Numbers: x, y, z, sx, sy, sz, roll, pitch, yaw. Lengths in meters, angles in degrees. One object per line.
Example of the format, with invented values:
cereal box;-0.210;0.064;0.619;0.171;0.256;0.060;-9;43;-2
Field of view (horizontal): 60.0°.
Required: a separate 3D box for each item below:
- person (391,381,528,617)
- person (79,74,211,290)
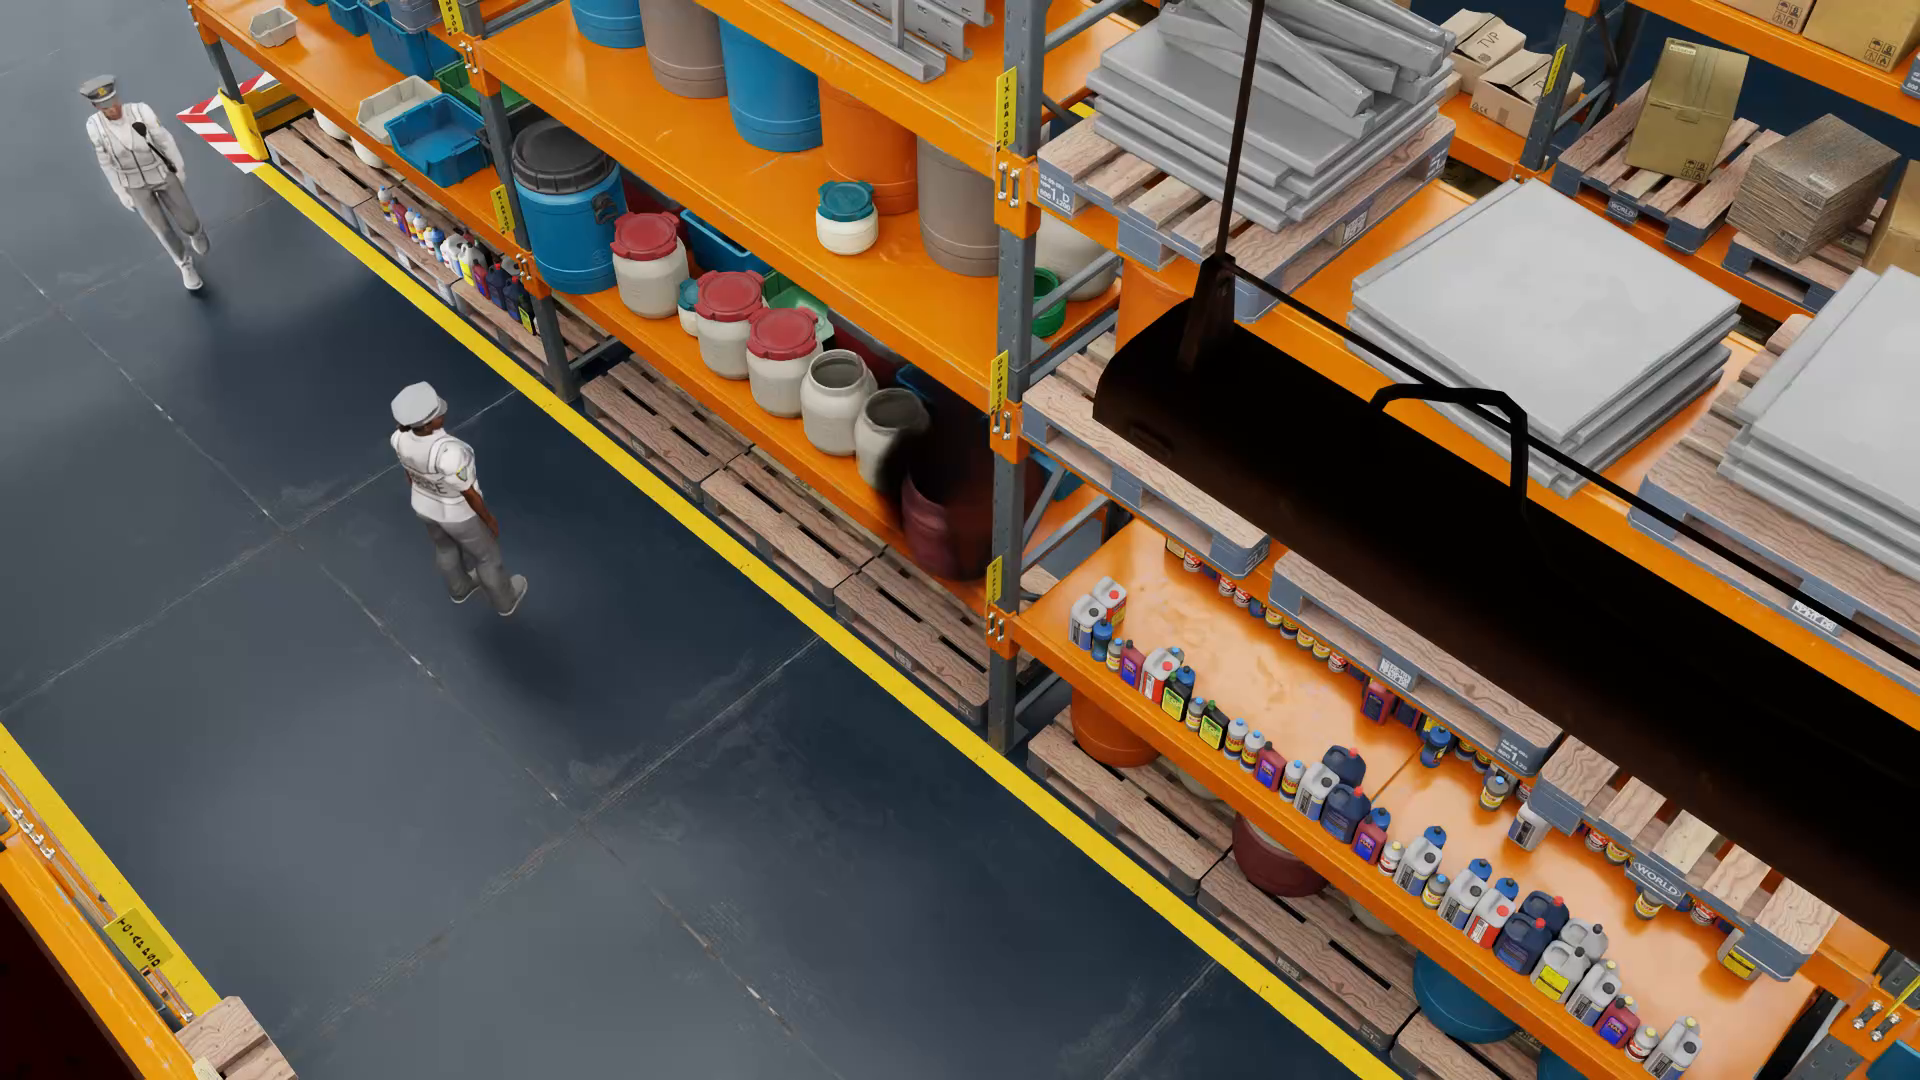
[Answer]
person;-2.743;-0.201;9.072;0.509;1.680;0.404;23;54;18
person;-5.546;-2.492;11.370;0.491;1.672;0.509;-16;52;-13
